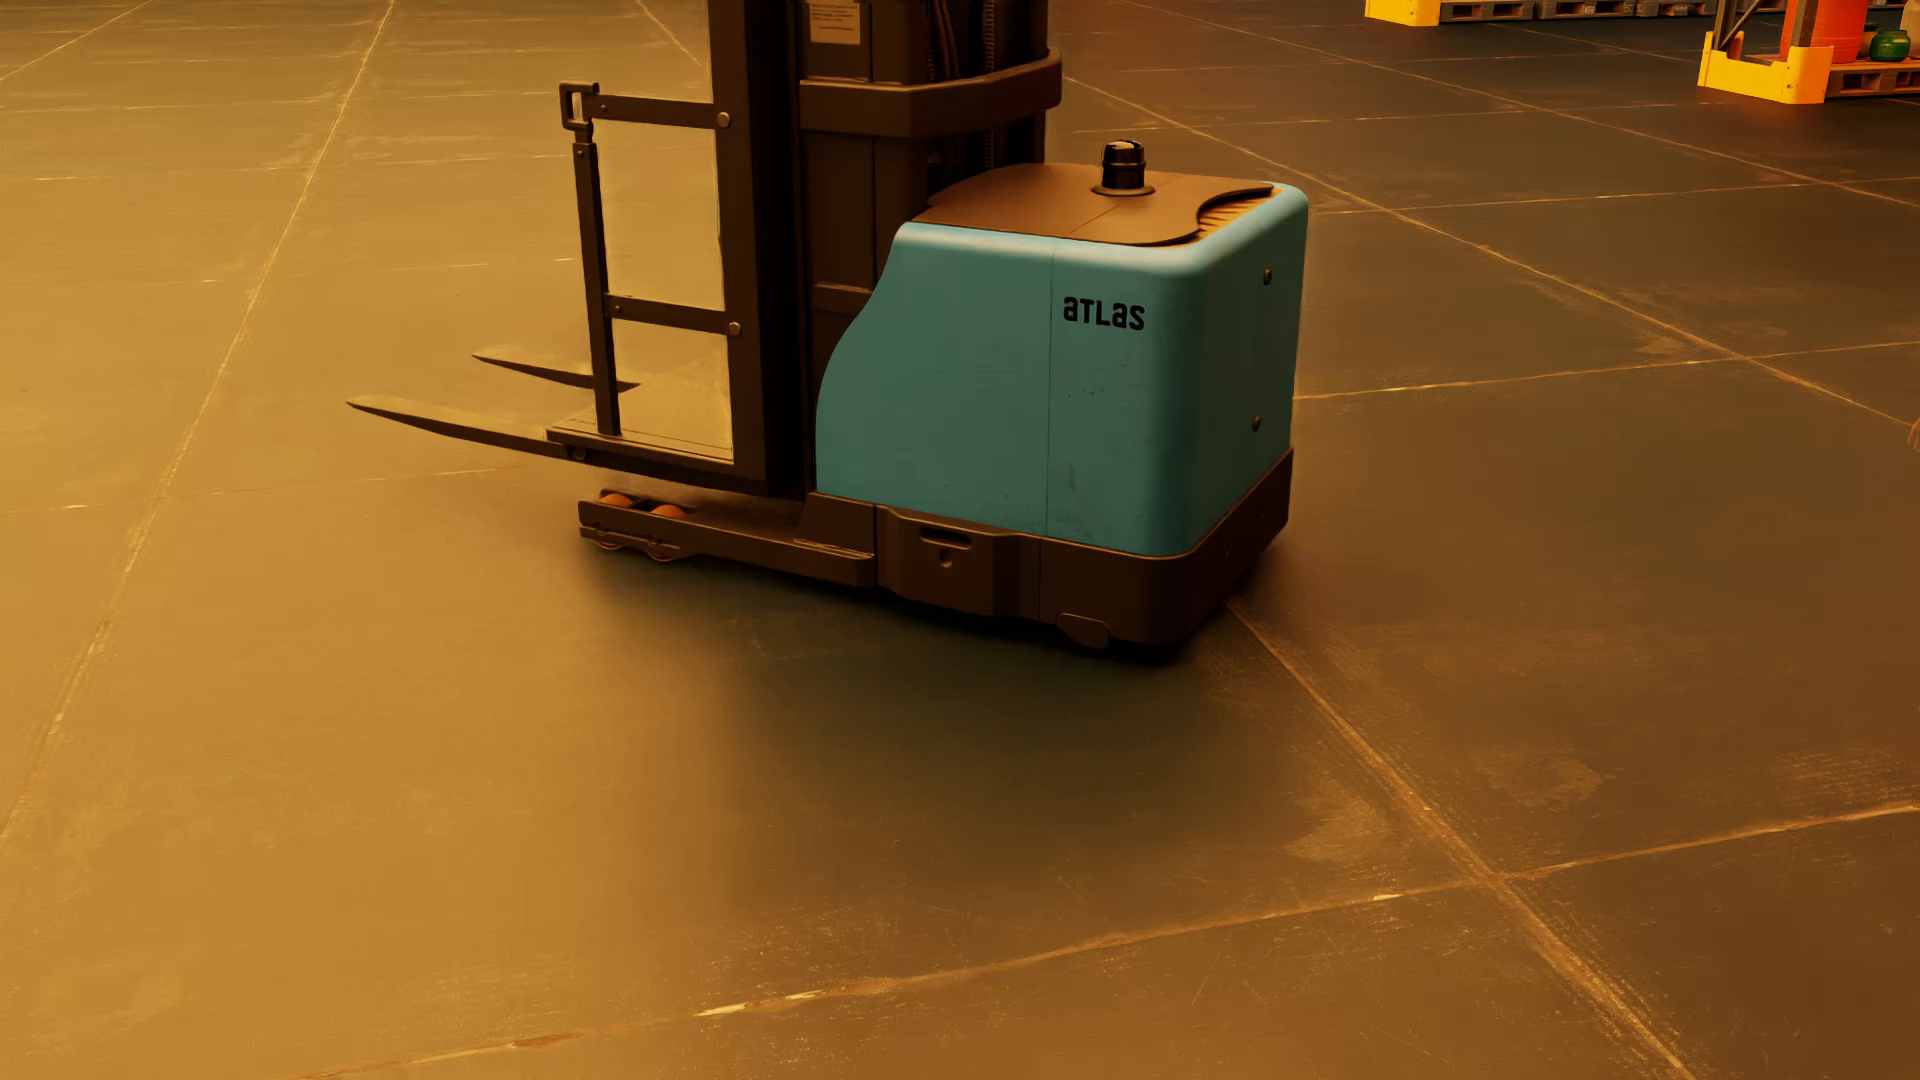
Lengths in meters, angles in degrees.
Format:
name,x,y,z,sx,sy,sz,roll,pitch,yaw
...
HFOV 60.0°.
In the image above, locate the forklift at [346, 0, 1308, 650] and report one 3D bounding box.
name,x,y,z,sx,sy,sz,roll,pitch,yaw
forklift,-0.563,-1.453,4.725,3.031,2.935,1.130,11,26,25
